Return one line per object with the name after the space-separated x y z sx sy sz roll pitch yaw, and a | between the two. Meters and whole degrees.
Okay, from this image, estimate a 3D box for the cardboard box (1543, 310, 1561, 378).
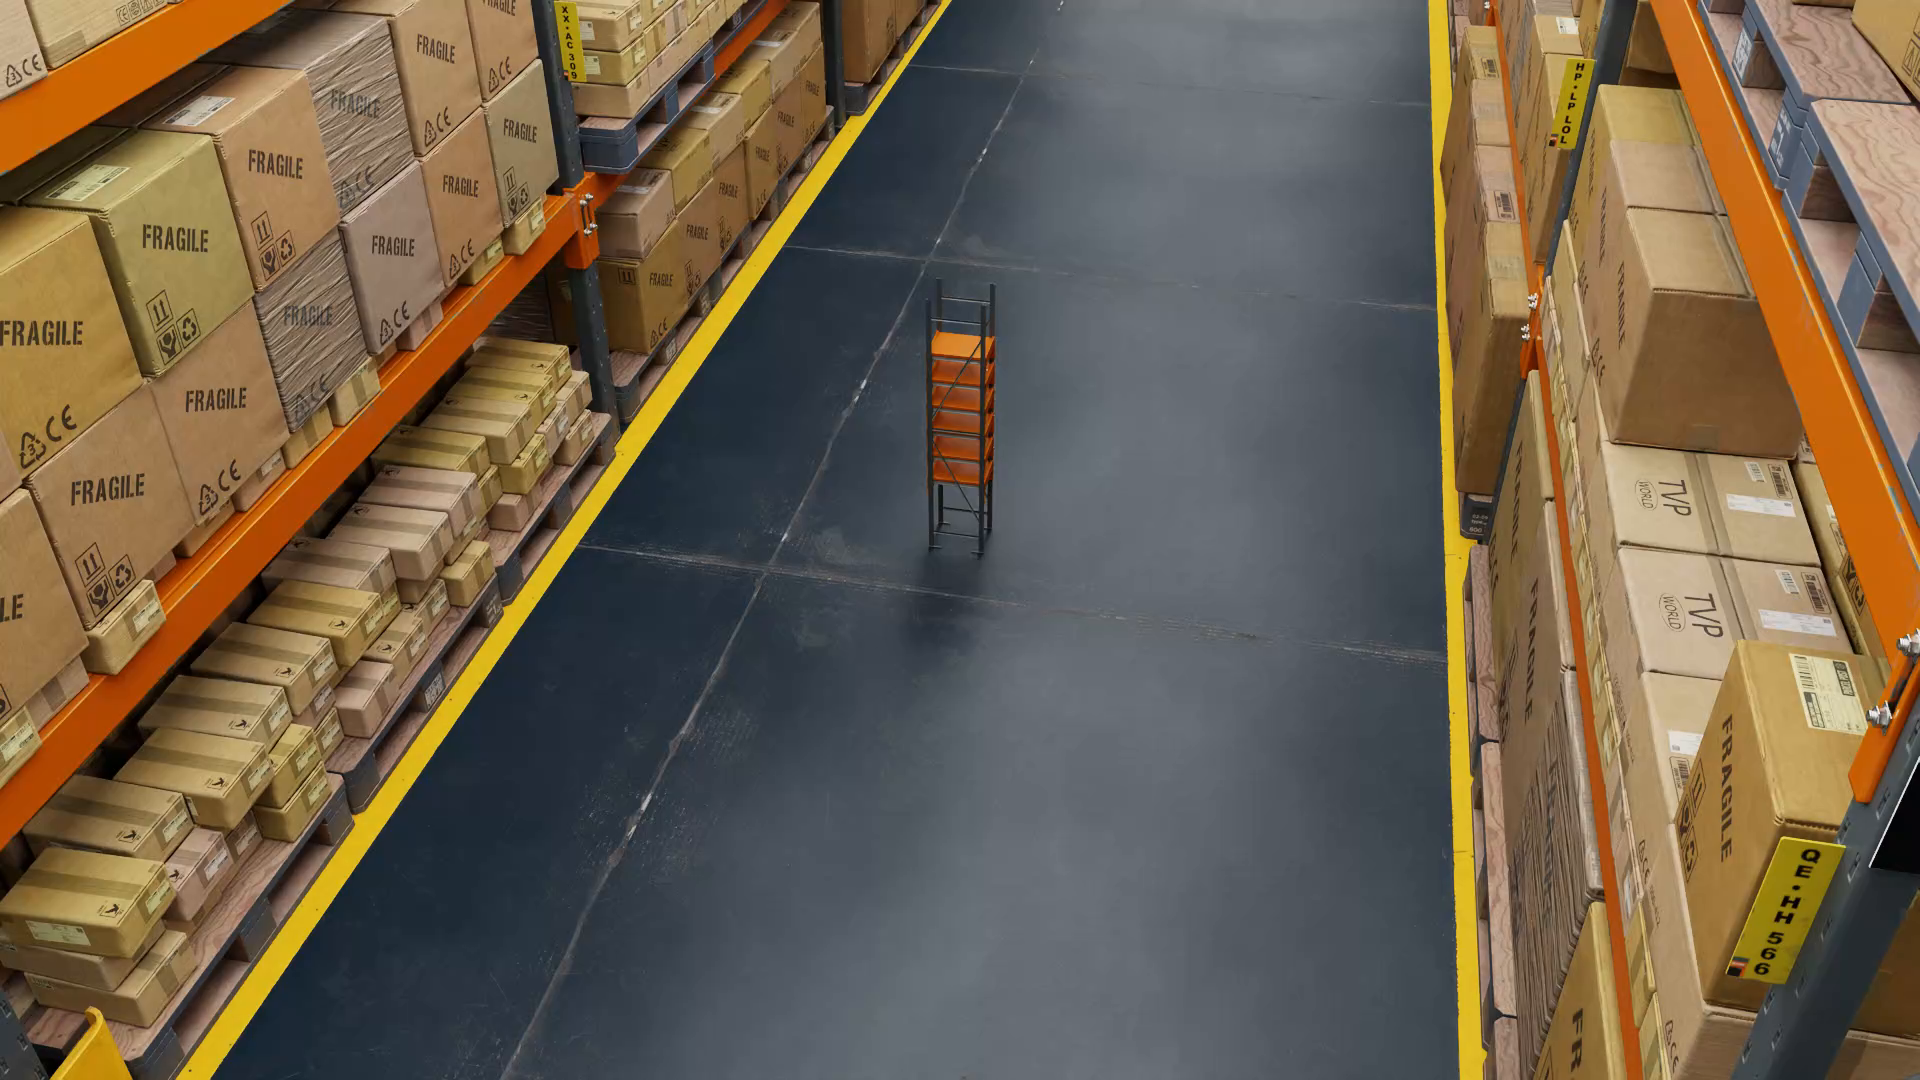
2.266 -0.671 5.834 0.380 0.149 0.250 6 36 8 | cardboard box

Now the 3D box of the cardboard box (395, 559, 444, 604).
-2.218 0.097 6.378 0.380 0.149 0.250 6 36 8 | cardboard box

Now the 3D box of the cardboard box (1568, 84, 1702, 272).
2.358 -1.172 5.547 0.500 0.500 0.500 7 37 10 | cardboard box

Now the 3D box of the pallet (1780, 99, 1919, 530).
2.004 -0.364 2.715 1.003 0.211 1.213 7 37 10 | pallet

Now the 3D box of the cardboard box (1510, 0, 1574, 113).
2.872 -2.264 7.733 0.500 0.500 0.500 7 37 10 | cardboard box

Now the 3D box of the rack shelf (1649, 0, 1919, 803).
2.283 -0.828 3.894 1.077 0.370 4.000 7 37 10 | rack shelf

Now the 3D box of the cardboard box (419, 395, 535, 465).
-1.997 -0.456 6.888 0.380 0.149 0.250 7 37 10 | cardboard box

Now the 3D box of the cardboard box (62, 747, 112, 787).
-3.025 0.789 5.423 0.380 0.149 0.250 6 36 8 | cardboard box

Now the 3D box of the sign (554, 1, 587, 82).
-1.582 -2.018 6.741 0.100 0.325 0.005 7 37 10 | sign

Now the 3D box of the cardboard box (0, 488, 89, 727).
-2.602 0.178 4.109 0.500 0.500 0.500 9 37 12 | cardboard box

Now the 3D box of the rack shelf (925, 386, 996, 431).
0.003 -0.555 6.865 0.258 0.103 0.180 7 37 10 | rack shelf

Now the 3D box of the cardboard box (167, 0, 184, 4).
-2.288 -1.710 4.625 0.500 0.250 0.500 7 37 10 | cardboard box

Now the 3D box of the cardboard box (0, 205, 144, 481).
-2.511 -0.518 4.218 0.500 0.500 0.500 8 37 11 | cardboard box

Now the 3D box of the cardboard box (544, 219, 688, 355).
-1.697 -1.279 8.231 0.500 0.500 0.500 9 37 12 | cardboard box

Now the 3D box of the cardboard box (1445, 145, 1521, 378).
3.017 -1.243 7.862 1.225 0.875 0.875 6 36 8 | cardboard box

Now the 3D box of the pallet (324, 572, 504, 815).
-2.481 0.489 6.395 1.003 0.211 1.213 7 37 10 | pallet

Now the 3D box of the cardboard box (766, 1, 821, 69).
-1.149 -3.061 10.050 0.500 0.250 0.500 6 36 9 | cardboard box

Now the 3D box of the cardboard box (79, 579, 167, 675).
-2.455 0.221 4.604 0.380 0.149 0.250 6 36 9 | cardboard box

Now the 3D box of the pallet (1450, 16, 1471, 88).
3.996 -3.361 11.707 1.003 0.211 1.213 7 37 10 | pallet

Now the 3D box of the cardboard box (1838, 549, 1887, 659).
2.434 0.053 3.857 0.500 0.500 0.500 6 36 9 | cardboard box

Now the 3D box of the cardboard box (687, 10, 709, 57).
-1.415 -2.414 7.881 0.380 0.149 0.250 8 37 10 | cardboard box

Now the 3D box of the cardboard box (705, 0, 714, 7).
-1.362 -2.689 8.007 0.380 0.149 0.250 9 37 12 | cardboard box

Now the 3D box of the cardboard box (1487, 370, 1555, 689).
2.491 0.007 6.137 0.875 0.875 0.875 7 37 10 | cardboard box

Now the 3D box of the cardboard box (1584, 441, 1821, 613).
2.025 -0.011 4.583 0.500 0.250 0.500 7 37 10 | cardboard box

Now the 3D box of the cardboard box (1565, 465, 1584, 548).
2.046 -0.079 5.017 0.380 0.149 0.250 8 37 11 | cardboard box

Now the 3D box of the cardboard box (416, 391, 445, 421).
-2.470 -0.543 7.262 0.380 0.149 0.250 8 37 10 | cardboard box

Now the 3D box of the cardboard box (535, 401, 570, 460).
-1.916 -0.490 7.188 0.380 0.149 0.250 6 36 8 | cardboard box

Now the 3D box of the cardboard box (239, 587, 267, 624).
-2.822 0.185 6.257 0.380 0.149 0.250 8 37 10 | cardboard box

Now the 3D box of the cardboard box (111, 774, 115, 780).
-2.923 0.774 5.697 0.380 0.149 0.250 8 37 10 | cardboard box

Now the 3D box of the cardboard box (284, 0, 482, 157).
-2.055 -1.696 5.844 0.500 0.500 0.500 6 36 8 | cardboard box

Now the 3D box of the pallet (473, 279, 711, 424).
-1.949 -1.049 8.517 1.003 0.211 1.213 7 37 10 | pallet

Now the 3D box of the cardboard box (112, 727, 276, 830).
-2.404 0.746 5.229 0.380 0.149 0.250 7 37 10 | cardboard box

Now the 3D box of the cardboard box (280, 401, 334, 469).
-2.295 -0.382 5.434 0.380 0.149 0.250 9 37 12 | cardboard box

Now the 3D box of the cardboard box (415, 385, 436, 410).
-2.506 -0.666 7.177 0.380 0.149 0.250 9 37 12 | cardboard box

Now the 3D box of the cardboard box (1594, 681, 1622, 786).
1.827 0.512 4.201 0.380 0.149 0.250 7 36 9 | cardboard box

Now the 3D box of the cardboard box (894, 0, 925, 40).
-0.858 -4.123 11.942 1.050 0.750 0.750 8 37 11 | cardboard box

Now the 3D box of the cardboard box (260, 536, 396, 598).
-2.302 0.135 6.073 0.380 0.149 0.250 7 37 10 | cardboard box

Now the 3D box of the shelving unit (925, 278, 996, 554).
0.003 -0.494 6.909 0.258 1.200 0.189 7 37 10 | shelving unit

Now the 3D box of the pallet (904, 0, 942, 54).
-0.755 -4.035 12.638 1.003 0.211 1.213 7 37 10 | pallet

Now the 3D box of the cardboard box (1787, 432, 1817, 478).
2.655 -0.236 4.893 0.500 0.250 0.500 8 37 11 | cardboard box

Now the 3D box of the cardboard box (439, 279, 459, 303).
-2.132 -0.990 6.274 0.380 0.149 0.250 6 36 9 | cardboard box

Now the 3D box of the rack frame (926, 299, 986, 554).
-0.016 -0.442 6.837 0.240 1.200 0.006 7 37 10 | rack frame

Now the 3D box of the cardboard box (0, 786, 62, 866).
-2.993 0.833 5.109 0.380 0.149 0.250 8 37 11 | cardboard box

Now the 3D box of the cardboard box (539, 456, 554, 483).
-2.002 -0.341 7.236 0.380 0.149 0.250 8 37 11 | cardboard box

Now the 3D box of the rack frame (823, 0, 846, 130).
-1.259 -4.024 10.247 1.000 3.000 0.127 7 37 10 | rack frame

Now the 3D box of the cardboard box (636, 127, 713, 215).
-1.586 -1.889 8.433 0.500 0.250 0.500 8 37 11 | cardboard box

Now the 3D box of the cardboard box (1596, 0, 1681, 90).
2.839 -1.865 6.328 0.797 0.503 0.637 6 36 9 | cardboard box

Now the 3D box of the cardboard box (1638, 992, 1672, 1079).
1.610 1.098 3.393 0.380 0.149 0.250 8 37 11 | cardboard box

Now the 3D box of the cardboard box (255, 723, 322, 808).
-2.365 0.723 5.515 0.380 0.149 0.250 8 37 11 | cardboard box

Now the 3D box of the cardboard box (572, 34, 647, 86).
-1.580 -2.088 7.178 0.380 0.149 0.250 8 37 11 | cardboard box

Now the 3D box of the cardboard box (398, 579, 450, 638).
-2.207 0.255 6.413 0.380 0.149 0.250 8 37 11 | cardboard box

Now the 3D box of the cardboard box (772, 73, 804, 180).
-1.259 -2.475 9.881 0.500 0.500 0.500 9 37 12 | cardboard box

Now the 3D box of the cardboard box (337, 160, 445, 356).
-2.161 -0.997 5.731 0.500 0.500 0.500 7 37 10 | cardboard box

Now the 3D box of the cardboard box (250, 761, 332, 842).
-2.360 0.850 5.593 0.380 0.149 0.250 8 37 11 | cardboard box

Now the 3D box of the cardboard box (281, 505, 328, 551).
-2.657 -0.060 6.341 0.380 0.149 0.250 6 36 8 | cardboard box

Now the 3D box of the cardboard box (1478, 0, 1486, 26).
3.908 -3.543 11.337 0.700 0.500 0.500 10 37 14 | cardboard box
